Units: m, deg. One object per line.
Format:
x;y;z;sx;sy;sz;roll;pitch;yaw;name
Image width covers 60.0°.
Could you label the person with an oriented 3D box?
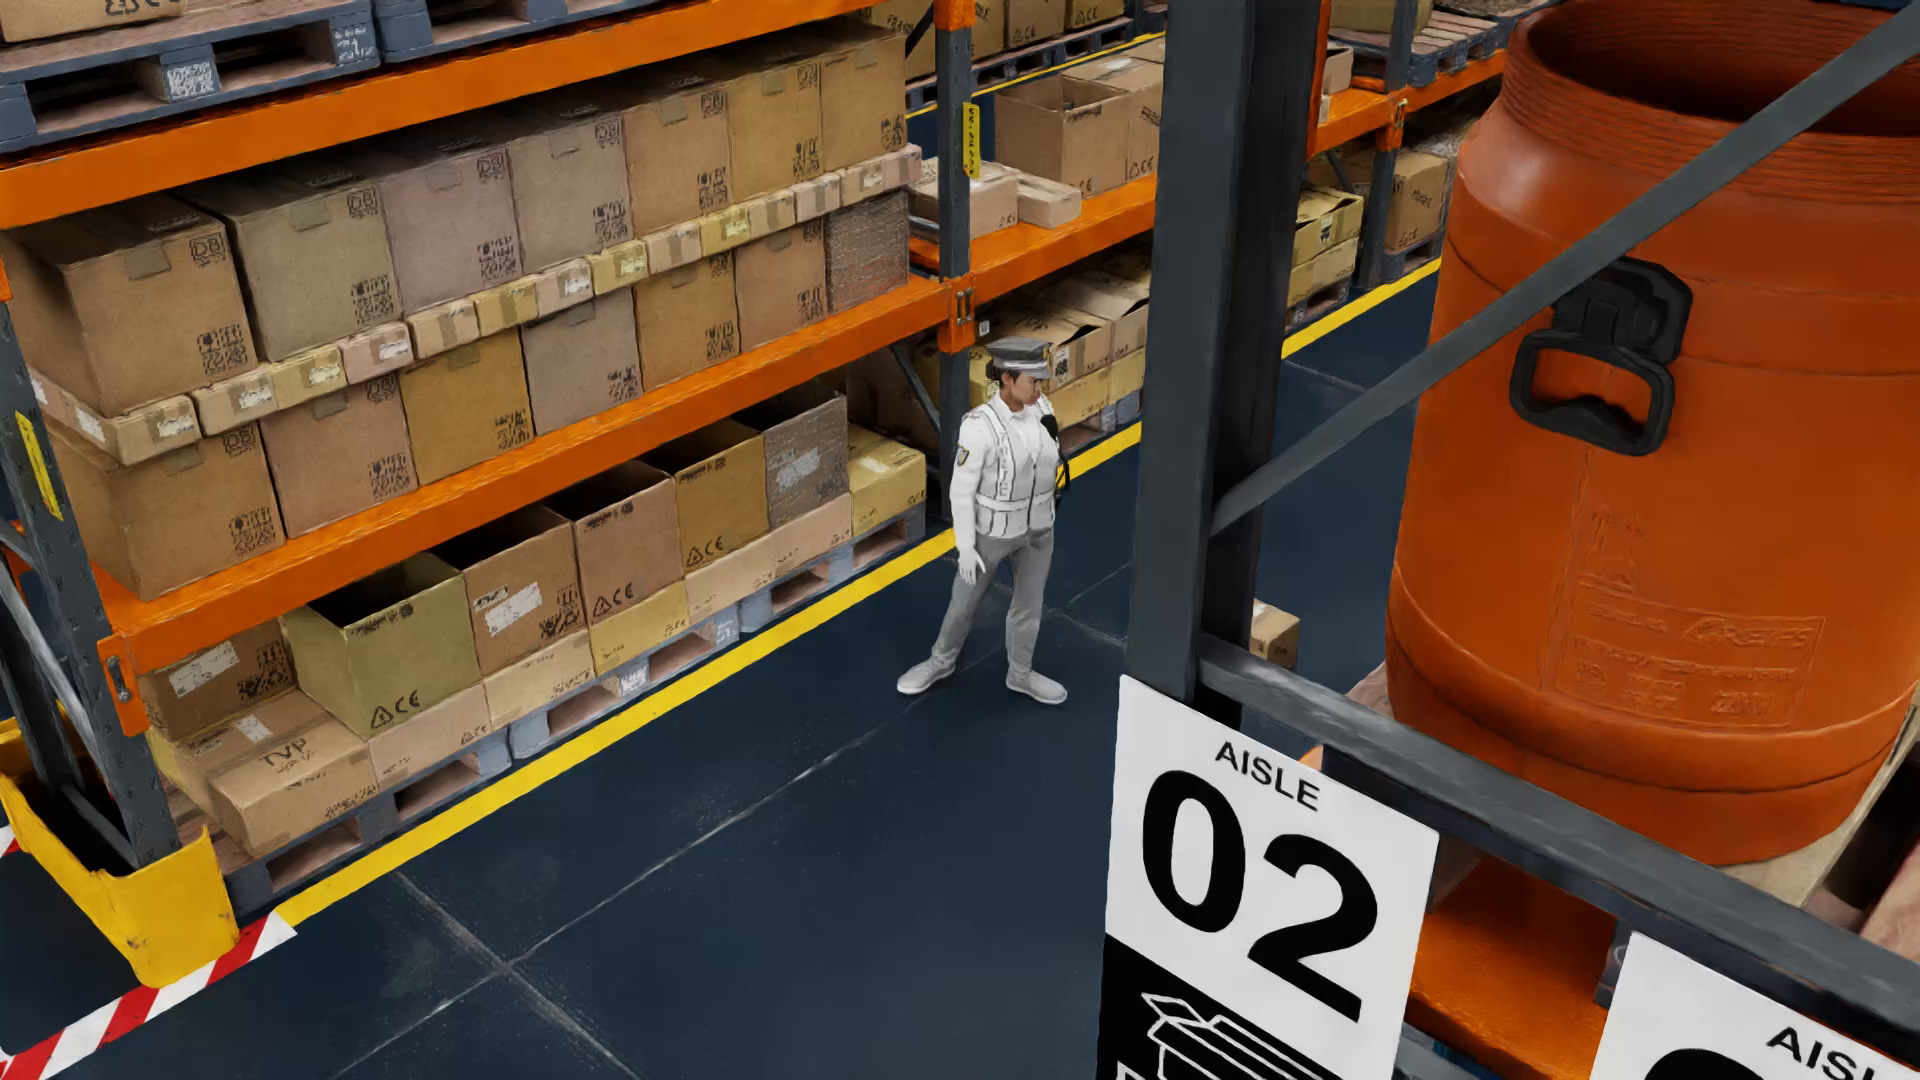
0.094;-0.047;6.704;0.643;1.669;0.473;-17;35;-25;person
